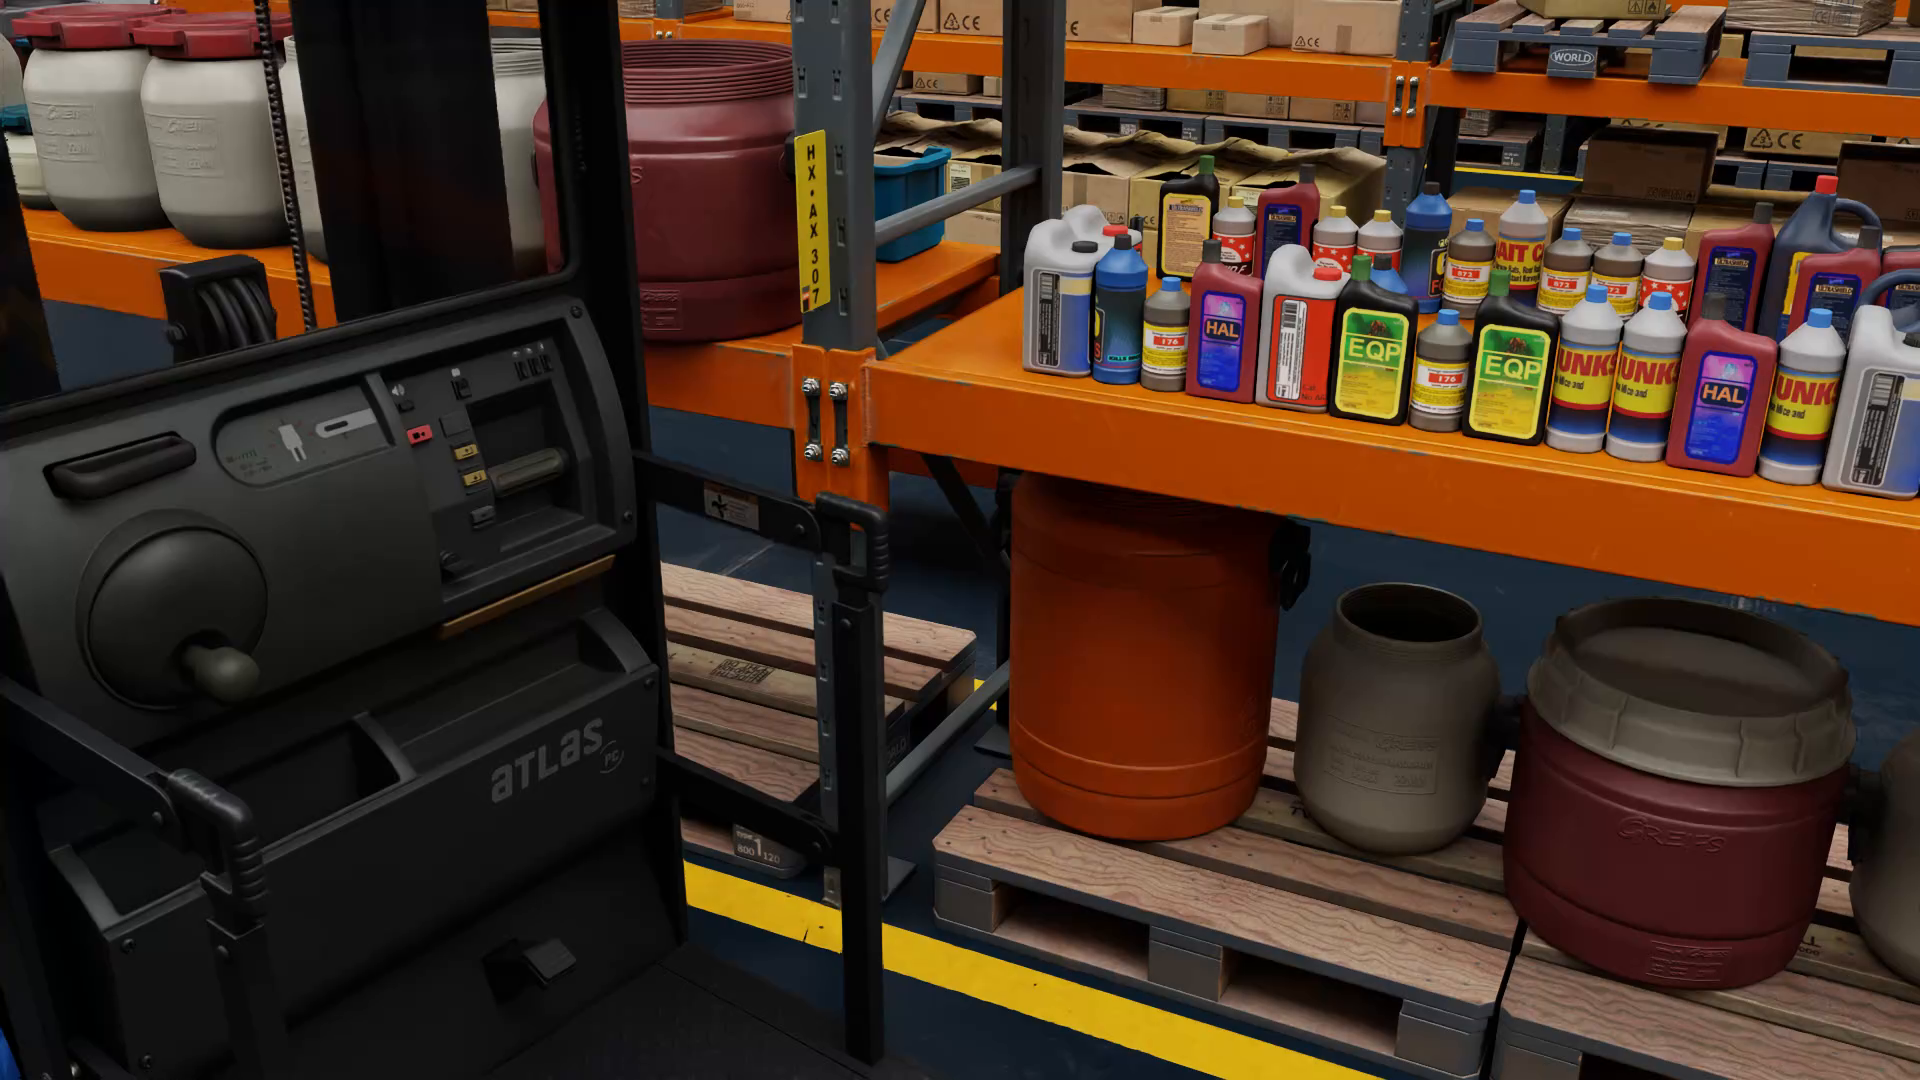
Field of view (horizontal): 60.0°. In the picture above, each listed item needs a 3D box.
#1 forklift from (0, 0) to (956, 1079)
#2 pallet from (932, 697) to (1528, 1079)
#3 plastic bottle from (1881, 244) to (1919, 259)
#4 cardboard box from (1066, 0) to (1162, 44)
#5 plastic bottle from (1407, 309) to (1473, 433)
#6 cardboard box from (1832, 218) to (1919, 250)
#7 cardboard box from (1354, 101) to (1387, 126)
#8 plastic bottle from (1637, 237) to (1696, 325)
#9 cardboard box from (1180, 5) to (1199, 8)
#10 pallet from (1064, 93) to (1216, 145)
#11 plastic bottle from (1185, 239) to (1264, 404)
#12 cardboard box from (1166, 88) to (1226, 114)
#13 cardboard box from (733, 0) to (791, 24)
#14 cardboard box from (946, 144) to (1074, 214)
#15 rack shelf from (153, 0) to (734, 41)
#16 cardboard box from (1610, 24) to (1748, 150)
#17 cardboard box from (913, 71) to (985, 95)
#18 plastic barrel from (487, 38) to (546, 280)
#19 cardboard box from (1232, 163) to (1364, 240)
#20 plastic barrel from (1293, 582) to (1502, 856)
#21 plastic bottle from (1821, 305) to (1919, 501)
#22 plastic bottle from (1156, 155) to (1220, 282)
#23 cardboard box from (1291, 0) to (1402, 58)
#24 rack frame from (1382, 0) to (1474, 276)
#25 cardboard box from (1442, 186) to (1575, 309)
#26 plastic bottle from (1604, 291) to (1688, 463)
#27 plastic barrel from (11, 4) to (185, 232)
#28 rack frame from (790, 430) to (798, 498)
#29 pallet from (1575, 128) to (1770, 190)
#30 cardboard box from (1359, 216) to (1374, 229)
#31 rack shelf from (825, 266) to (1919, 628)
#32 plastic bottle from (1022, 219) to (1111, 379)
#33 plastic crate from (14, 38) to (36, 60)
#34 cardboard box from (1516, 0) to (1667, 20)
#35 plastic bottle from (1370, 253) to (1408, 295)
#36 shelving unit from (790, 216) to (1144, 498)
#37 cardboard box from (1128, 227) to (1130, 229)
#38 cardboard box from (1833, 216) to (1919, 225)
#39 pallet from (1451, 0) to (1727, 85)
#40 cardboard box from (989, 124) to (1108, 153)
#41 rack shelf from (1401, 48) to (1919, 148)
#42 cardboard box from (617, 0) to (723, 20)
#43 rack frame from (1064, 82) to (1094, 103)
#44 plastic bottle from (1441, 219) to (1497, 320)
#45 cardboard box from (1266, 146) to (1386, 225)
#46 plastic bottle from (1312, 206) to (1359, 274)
[{"bbox_3d":[-0.670,-0.060,2.147,3.031,2.935,1.130,17,28,34],"label":"forklift"},{"bbox_3d":[0.690,0.697,3.842,1.213,0.211,1.003,11,25,25],"label":"pallet"},{"bbox_3d":[1.825,-0.477,3.188,0.133,0.283,0.061,11,25,25],"label":"plastic bottle"},{"bbox_3d":[0.701,-2.777,8.320,0.500,0.500,0.500,10,25,22],"label":"cardboard box"},{"bbox_3d":[0.831,-0.295,2.865,0.097,0.201,0.097,0,23,0],"label":"plastic bottle"},{"bbox_3d":[3.866,-1.041,6.998,0.500,0.500,0.500,10,25,23],"label":"cardboard box"},{"bbox_3d":[3.364,-3.464,12.694,0.500,0.500,0.700,11,25,24],"label":"cardboard box"},{"bbox_3d":[1.430,-0.510,3.369,0.097,0.201,0.097,0,23,0],"label":"plastic bottle"},{"bbox_3d":[1.927,-4.074,13.171,0.500,0.250,0.500,11,25,23],"label":"cardboard box"},{"bbox_3d":[1.563,-3.458,13.610,1.213,0.211,1.003,11,25,25],"label":"pallet"},{"bbox_3d":[0.481,-0.394,2.994,0.133,0.283,0.061,11,25,25],"label":"plastic bottle"},{"bbox_3d":[2.016,-3.732,13.325,0.500,0.500,0.700,11,25,24],"label":"cardboard box"},{"bbox_3d":[-0.905,-3.006,9.178,0.500,0.250,0.500,13,26,28],"label":"cardboard box"},{"bbox_3d":[0.265,-1.902,8.650,0.500,0.311,0.500,12,26,26],"label":"cardboard box"},{"bbox_3d":[-3.149,-3.169,10.288,4.000,0.370,1.077,11,25,25],"label":"rack shelf"},{"bbox_3d":[5.035,-3.200,11.651,0.750,0.750,0.750,11,25,24],"label":"cardboard box"},{"bbox_3d":[-0.076,-4.099,14.188,0.500,0.500,0.500,9,25,21],"label":"cardboard box"},{"bbox_3d":[-1.047,-0.870,3.820,0.421,0.512,0.421,0,23,0],"label":"plastic barrel"},{"bbox_3d":[1.627,-1.633,8.018,0.500,0.311,0.500,12,26,26],"label":"cardboard box"},{"bbox_3d":[0.956,0.389,3.644,0.421,0.512,0.421,0,23,0],"label":"plastic barrel"},{"bbox_3d":[1.446,-0.220,2.593,0.135,0.276,0.152,11,25,25],"label":"plastic bottle"},{"bbox_3d":[0.521,-0.735,3.795,0.133,0.283,0.061,11,25,25],"label":"plastic bottle"},{"bbox_3d":[1.901,-2.479,7.860,0.500,0.311,0.500,13,26,28],"label":"cardboard box"},{"bbox_3d":[2.206,-2.441,7.656,0.127,3.000,1.000,11,25,25],"label":"rack frame"},{"bbox_3d":[2.483,-1.313,7.636,0.500,0.500,0.500,12,26,27],"label":"cardboard box"},{"bbox_3d":[1.124,-0.270,2.715,0.097,0.271,0.097,0,23,0],"label":"plastic bottle"},{"bbox_3d":[-2.193,-1.105,4.342,0.433,0.535,0.433,0,23,0],"label":"plastic barrel"},{"bbox_3d":[-0.448,-0.606,5.738,0.032,1.125,0.500,11,25,25],"label":"rack frame"},{"bbox_3d":[5.107,-2.723,11.882,1.213,0.211,1.003,11,25,25],"label":"pallet"},{"bbox_3d":[1.871,-1.564,8.571,0.500,0.250,0.500,11,25,24],"label":"cardboard box"},{"bbox_3d":[1.752,-0.027,2.900,4.000,0.370,1.077,11,25,25],"label":"rack shelf"},{"bbox_3d":[0.208,-0.465,3.169,0.135,0.276,0.152,11,25,25],"label":"plastic bottle"},{"bbox_3d":[-2.477,-1.324,5.051,0.575,0.384,0.392,11,25,25],"label":"plastic crate"},{"bbox_3d":[2.819,-2.608,7.385,0.500,0.500,0.700,3,23,7],"label":"cardboard box"},{"bbox_3d":[0.739,-0.372,2.957,0.097,0.271,0.097,0,23,0],"label":"plastic bottle"},{"bbox_3d":[0.006,-0.516,5.527,1.048,1.125,0.538,11,25,25],"label":"shelving unit"},{"bbox_3d":[0.717,-1.556,8.553,0.500,0.250,0.500,12,26,26],"label":"cardboard box"},{"bbox_3d":[4.079,-1.228,7.436,0.500,0.500,0.500,10,25,23],"label":"cardboard box"},{"bbox_3d":[2.842,-2.257,7.470,1.003,0.211,1.213,11,25,25],"label":"pallet"},{"bbox_3d":[0.485,-2.093,9.099,0.500,0.311,0.500,11,25,24],"label":"cardboard box"},{"bbox_3d":[3.991,-1.756,6.967,4.000,0.370,1.077,11,25,25],"label":"rack shelf"},{"bbox_3d":[-1.763,-3.269,9.476,0.500,0.500,0.700,10,25,23],"label":"cardboard box"},{"bbox_3d":[0.868,-4.878,13.387,0.127,3.000,1.000,11,25,25],"label":"rack frame"},{"bbox_3d":[1.082,-0.578,3.531,0.097,0.201,0.097,0,23,0],"label":"plastic bottle"},{"bbox_3d":[1.871,-1.822,8.461,0.500,0.311,0.500,12,26,26],"label":"cardboard box"},{"bbox_3d":[0.822,-0.630,3.652,0.097,0.201,0.097,0,23,0],"label":"plastic bottle"}]
